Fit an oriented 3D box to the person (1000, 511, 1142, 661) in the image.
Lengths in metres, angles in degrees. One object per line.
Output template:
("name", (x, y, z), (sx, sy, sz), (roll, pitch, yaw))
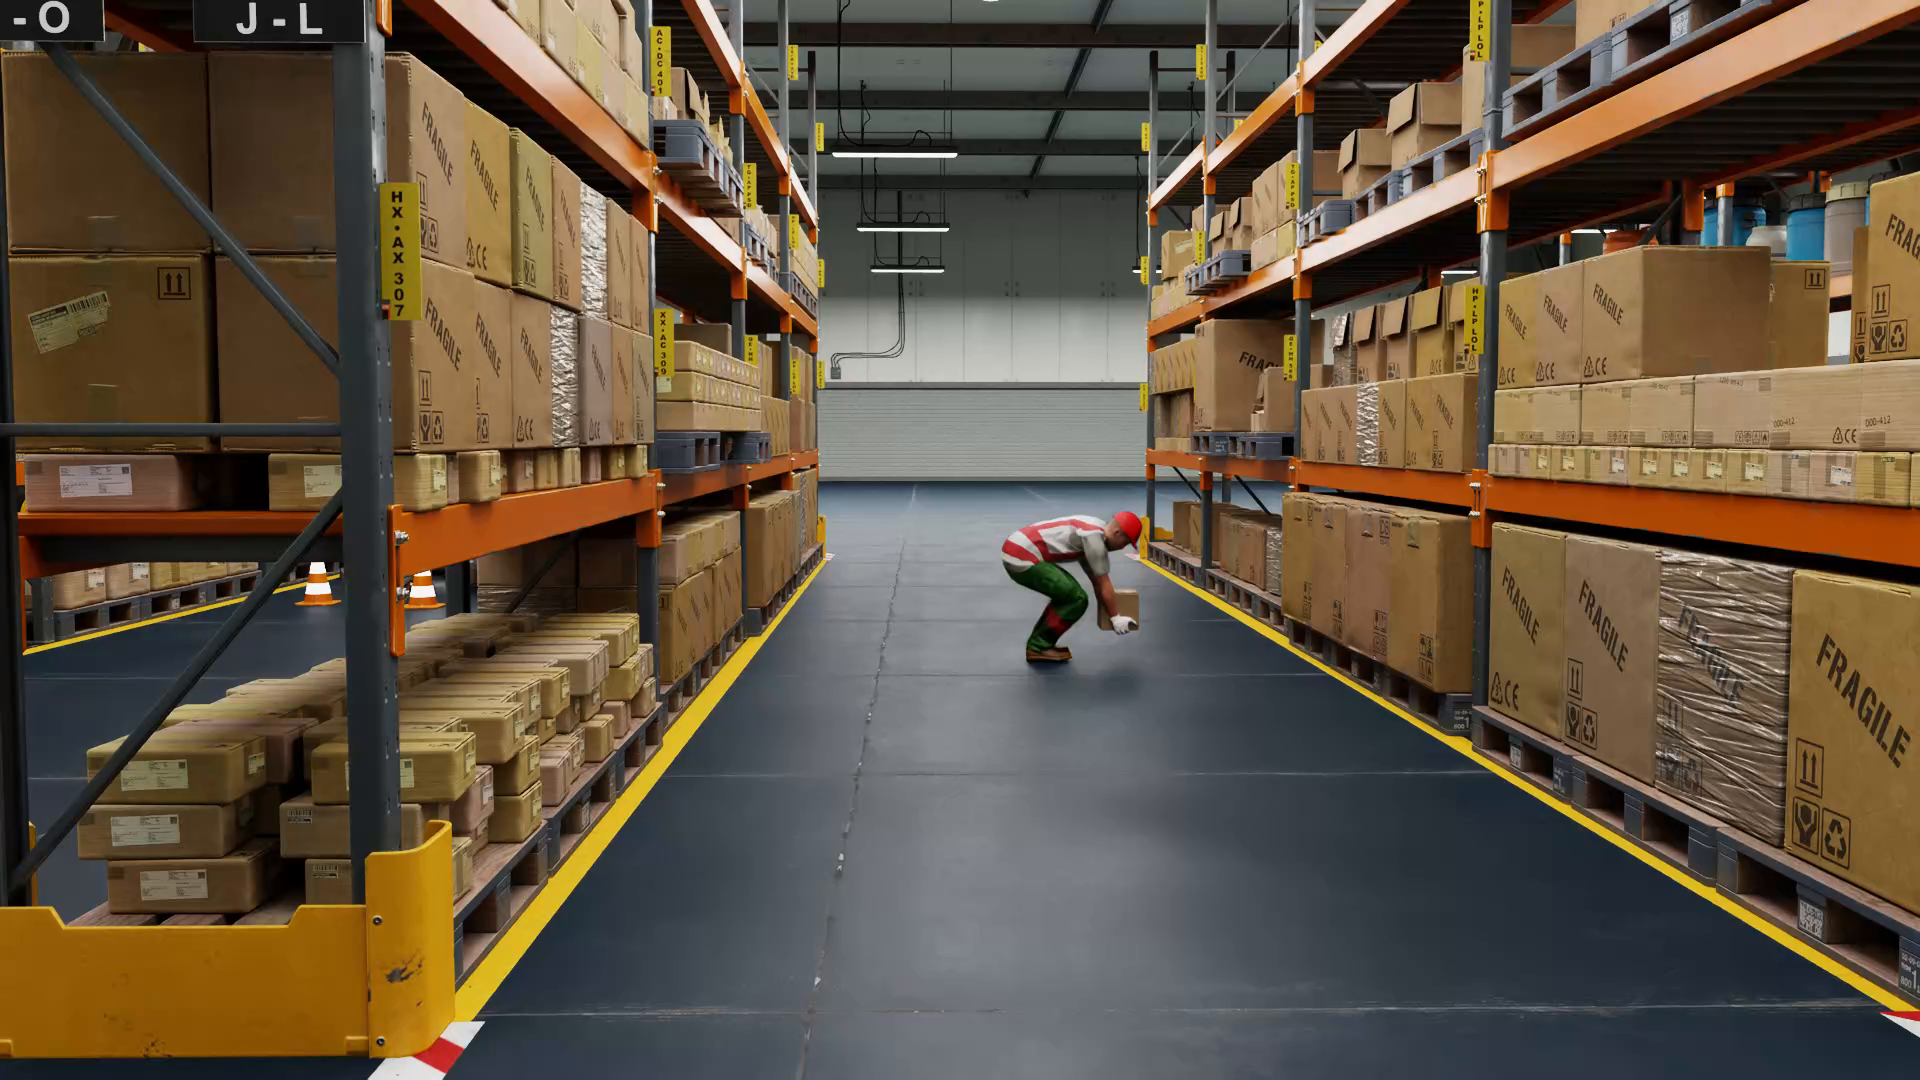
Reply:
("person", (0.740, 0.301, 11.067), (0.946, 0.985, 0.535), (0, 4, -4))
